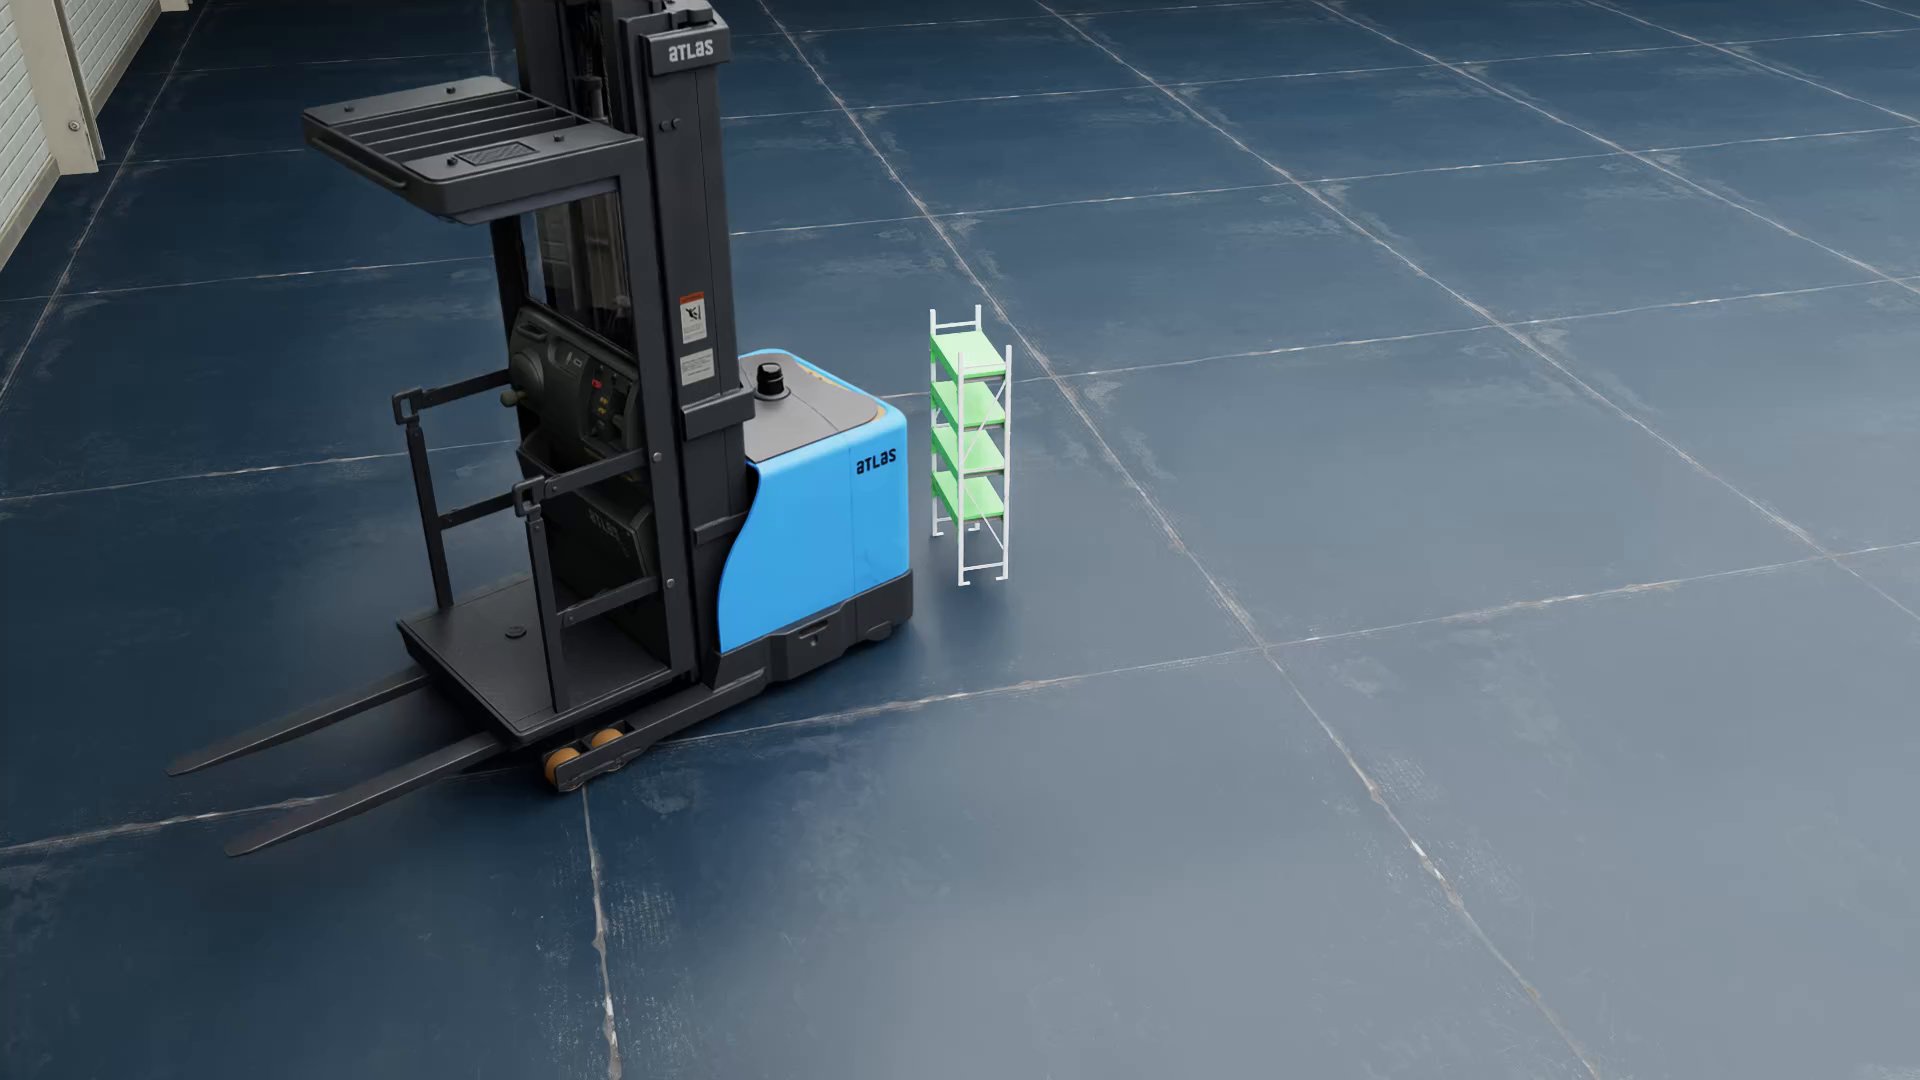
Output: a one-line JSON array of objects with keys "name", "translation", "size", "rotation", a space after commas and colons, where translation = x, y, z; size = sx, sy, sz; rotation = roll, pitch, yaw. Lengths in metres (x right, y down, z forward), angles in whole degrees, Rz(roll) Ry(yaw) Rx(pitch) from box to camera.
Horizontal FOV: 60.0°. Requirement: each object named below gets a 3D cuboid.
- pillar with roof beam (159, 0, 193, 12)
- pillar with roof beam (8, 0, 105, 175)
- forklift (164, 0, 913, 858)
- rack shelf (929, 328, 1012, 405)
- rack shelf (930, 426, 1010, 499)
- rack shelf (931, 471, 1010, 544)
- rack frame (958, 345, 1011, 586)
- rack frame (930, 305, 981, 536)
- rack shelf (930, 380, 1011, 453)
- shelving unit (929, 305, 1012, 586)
[{"name": "pillar with roof beam", "translation": [-4.570, -10.393, 17.223], "size": [9.100, 9.000, 0.400], "rotation": [-8, 31, -13]}, {"name": "pillar with roof beam", "translation": [-2.978, -7.495, 12.217], "size": [9.100, 9.000, 0.400], "rotation": [-8, 31, -13]}, {"name": "forklift", "translation": [-1.656, -0.577, 6.322], "size": [3.031, 2.935, 1.130], "rotation": [-23, 37, -34]}, {"name": "rack shelf", "translation": [0.044, -0.799, 7.603], "size": [0.258, 0.148, 0.480], "rotation": [-8, 31, -13]}, {"name": "rack shelf", "translation": [0.044, -0.384, 7.843], "size": [0.258, 0.148, 0.480], "rotation": [-8, 31, -13]}, {"name": "rack shelf", "translation": [0.044, -0.176, 7.964], "size": [0.258, 0.148, 0.480], "rotation": [-8, 31, -13]}, {"name": "rack frame", "translation": [0.109, -0.321, 7.608], "size": [0.240, 1.200, 0.015], "rotation": [-8, 31, -13]}, {"name": "rack frame", "translation": [-0.021, -0.557, 8.015], "size": [0.240, 1.200, 0.015], "rotation": [-8, 31, -13]}, {"name": "rack shelf", "translation": [0.044, -0.592, 7.723], "size": [0.258, 0.148, 0.480], "rotation": [-8, 31, -13]}, {"name": "shelving unit", "translation": [0.044, -0.439, 7.811], "size": [0.258, 1.200, 0.503], "rotation": [-8, 31, -13]}]
